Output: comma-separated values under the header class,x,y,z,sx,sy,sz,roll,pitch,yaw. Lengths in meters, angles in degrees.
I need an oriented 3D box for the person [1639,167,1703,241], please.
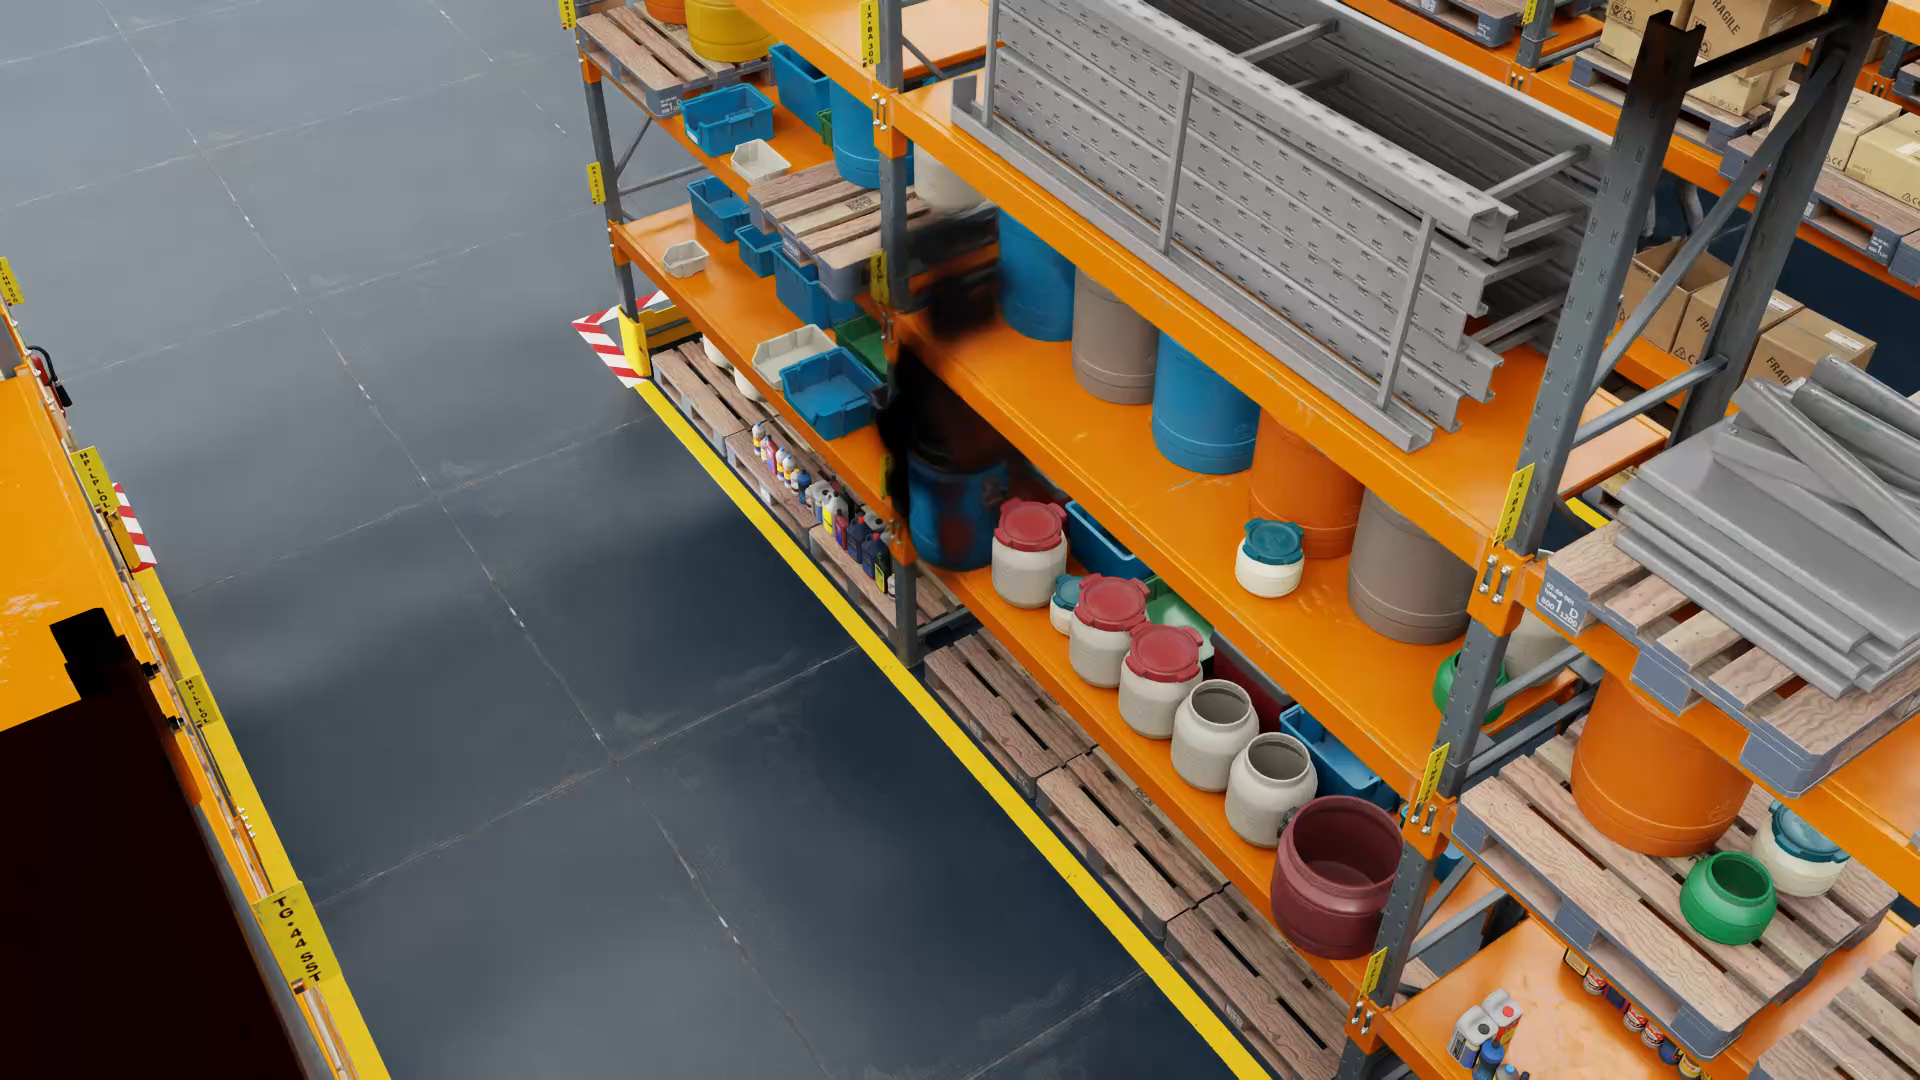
class,x,y,z,sx,sy,sz,roll,pitch,yaw
person,6.069,-3.237,13.980,0.596,1.825,0.834,-34,52,-31
